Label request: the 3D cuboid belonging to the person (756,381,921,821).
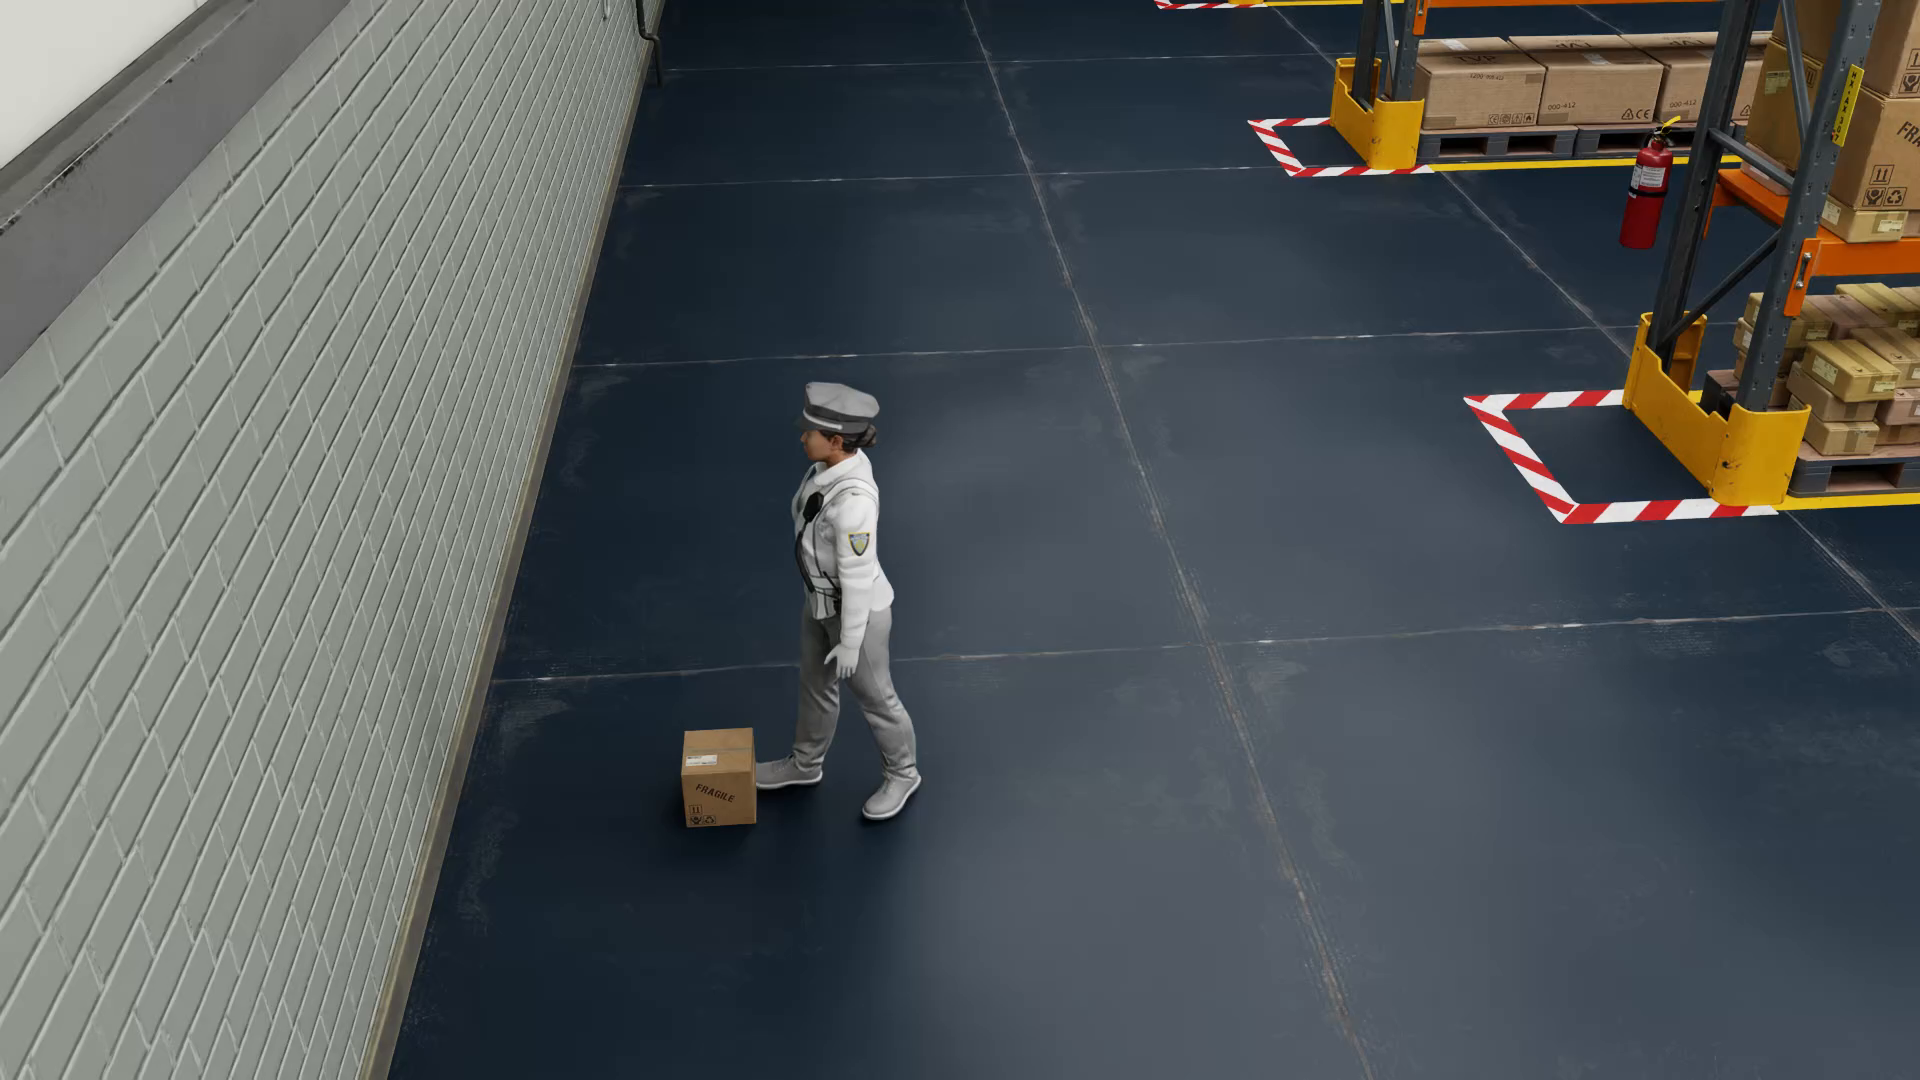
[{"bbox_3d":[-0.455,0.240,5.708,0.628,1.672,0.509,-8,32,-13],"label":"person"}]
